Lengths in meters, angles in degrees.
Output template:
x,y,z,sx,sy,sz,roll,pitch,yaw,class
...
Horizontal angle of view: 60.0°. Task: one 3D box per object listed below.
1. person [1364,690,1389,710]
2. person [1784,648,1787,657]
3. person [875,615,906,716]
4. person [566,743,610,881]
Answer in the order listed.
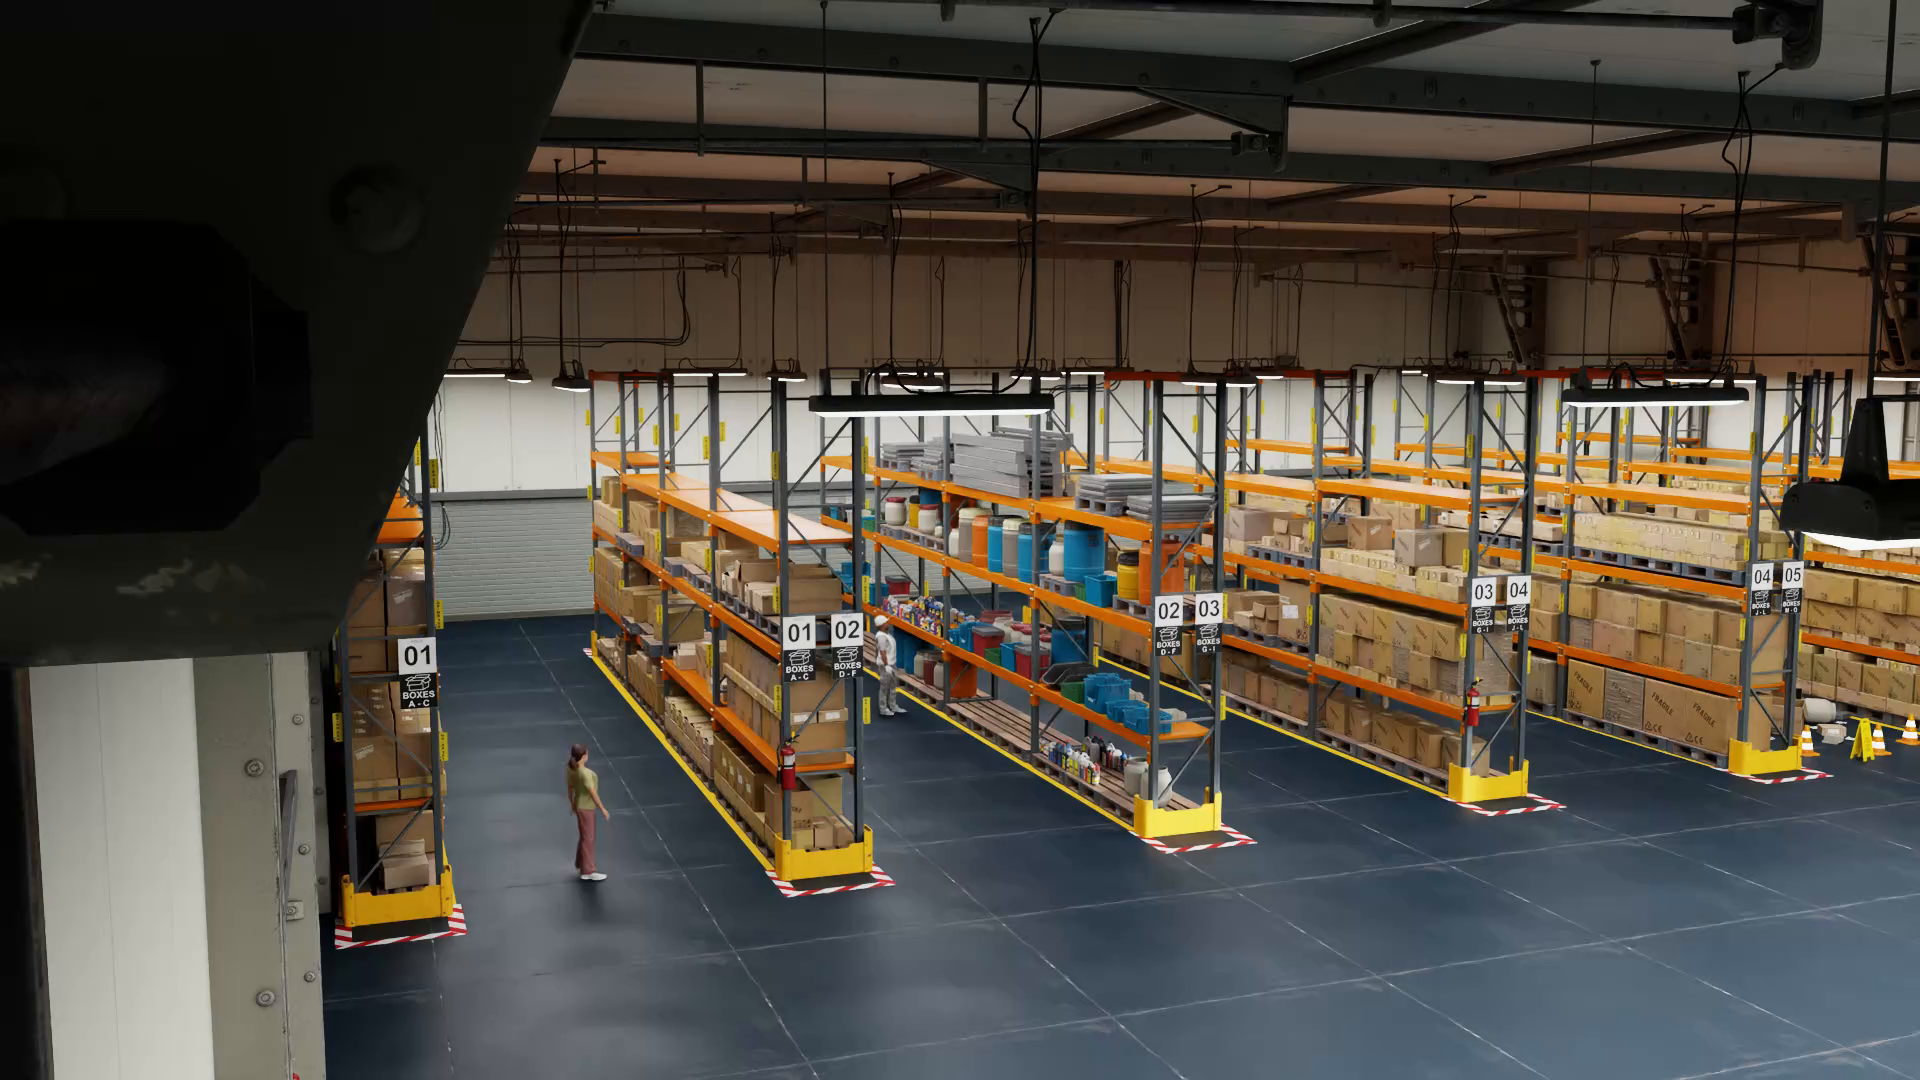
x,y,z,sx,sy,sz,roll,pitch,yaw,class
7.339,2.200,29.299,0.397,1.732,0.580,-6,9,-42,person
16.269,1.767,33.021,0.514,1.800,0.688,3,7,28,person
-1.248,2.191,29.233,0.508,1.773,0.644,2,7,14,person
-4.501,3.285,20.086,0.473,1.716,0.537,-3,7,-21,person
